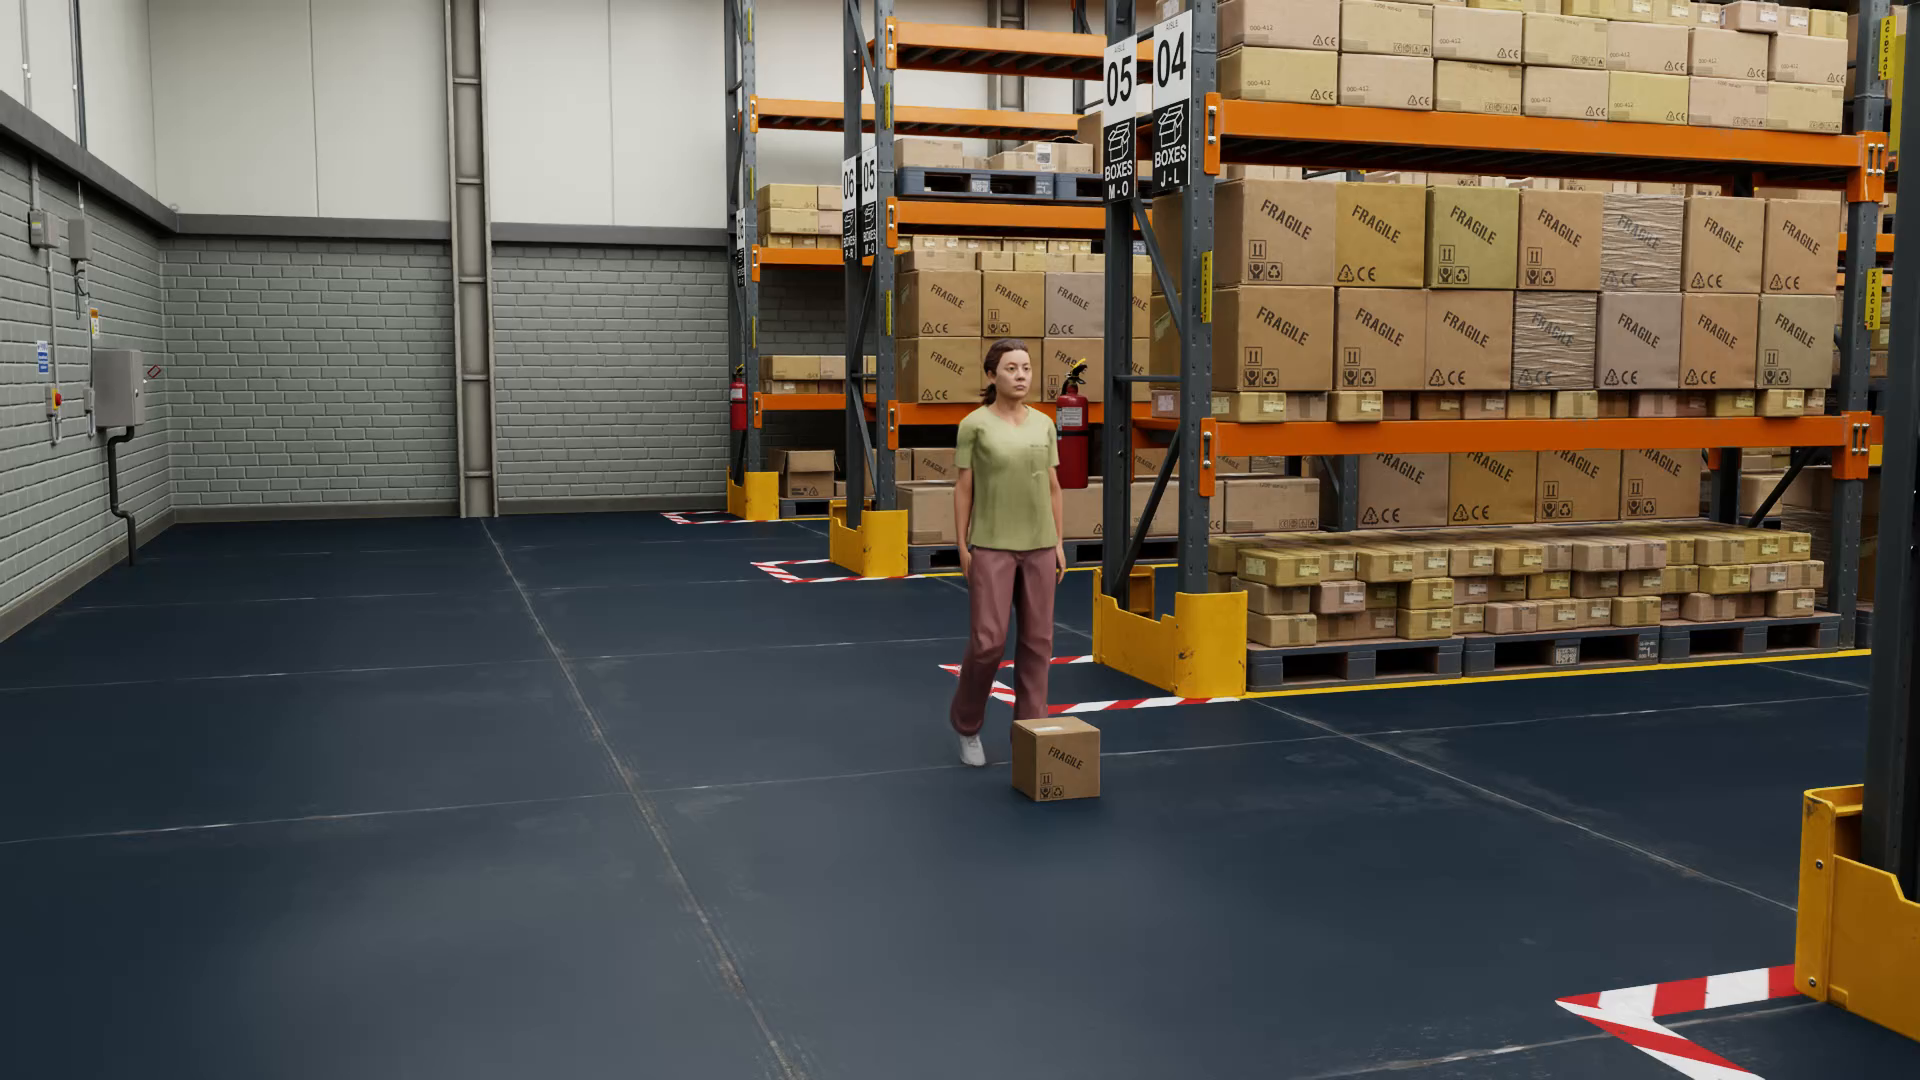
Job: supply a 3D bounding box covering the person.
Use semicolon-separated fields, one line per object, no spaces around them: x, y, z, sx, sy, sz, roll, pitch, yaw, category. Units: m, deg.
0.209;0.065;6.512;0.449;1.702;0.525;-2;6;-18;person
